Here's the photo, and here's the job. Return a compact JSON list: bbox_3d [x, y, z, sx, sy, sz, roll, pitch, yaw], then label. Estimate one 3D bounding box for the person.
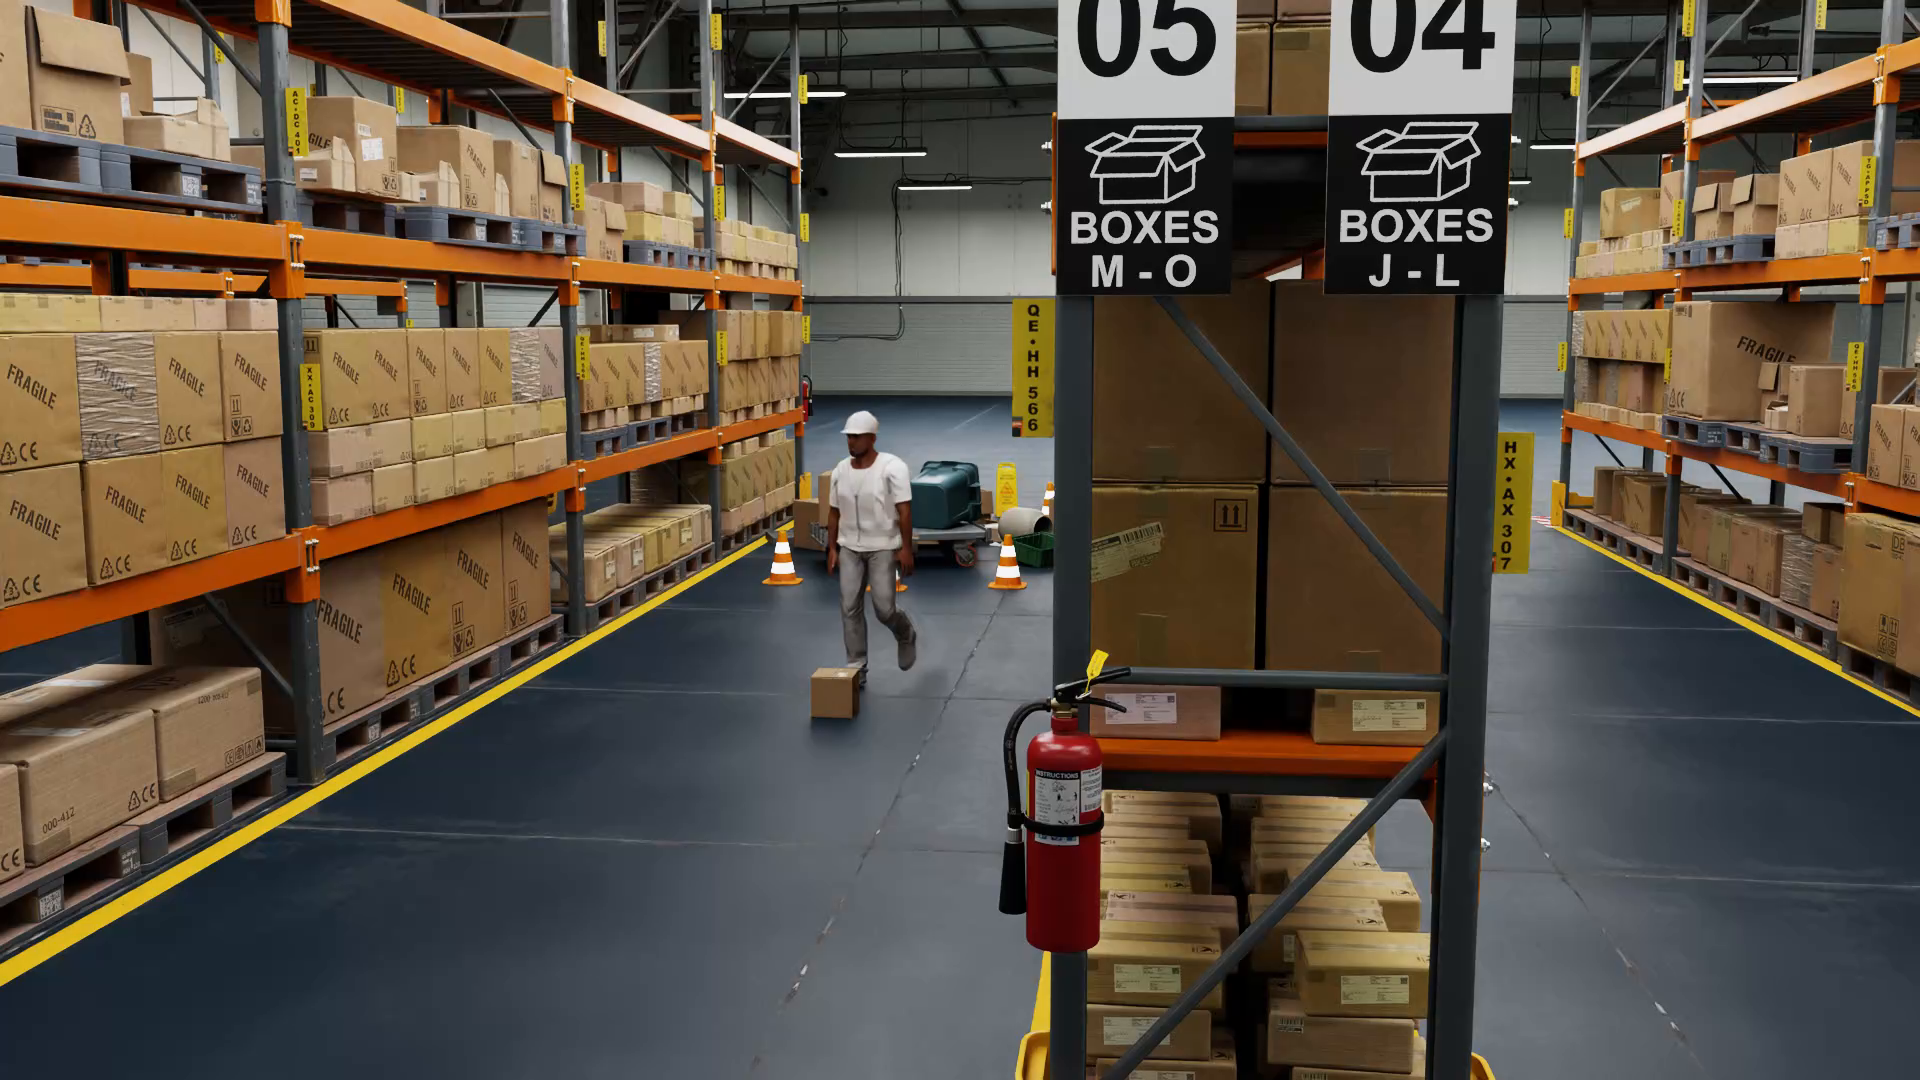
[{"bbox_3d":[-0.725,0.148,10.324,0.597,1.720,0.950,2,8,15],"label":"person"}]
